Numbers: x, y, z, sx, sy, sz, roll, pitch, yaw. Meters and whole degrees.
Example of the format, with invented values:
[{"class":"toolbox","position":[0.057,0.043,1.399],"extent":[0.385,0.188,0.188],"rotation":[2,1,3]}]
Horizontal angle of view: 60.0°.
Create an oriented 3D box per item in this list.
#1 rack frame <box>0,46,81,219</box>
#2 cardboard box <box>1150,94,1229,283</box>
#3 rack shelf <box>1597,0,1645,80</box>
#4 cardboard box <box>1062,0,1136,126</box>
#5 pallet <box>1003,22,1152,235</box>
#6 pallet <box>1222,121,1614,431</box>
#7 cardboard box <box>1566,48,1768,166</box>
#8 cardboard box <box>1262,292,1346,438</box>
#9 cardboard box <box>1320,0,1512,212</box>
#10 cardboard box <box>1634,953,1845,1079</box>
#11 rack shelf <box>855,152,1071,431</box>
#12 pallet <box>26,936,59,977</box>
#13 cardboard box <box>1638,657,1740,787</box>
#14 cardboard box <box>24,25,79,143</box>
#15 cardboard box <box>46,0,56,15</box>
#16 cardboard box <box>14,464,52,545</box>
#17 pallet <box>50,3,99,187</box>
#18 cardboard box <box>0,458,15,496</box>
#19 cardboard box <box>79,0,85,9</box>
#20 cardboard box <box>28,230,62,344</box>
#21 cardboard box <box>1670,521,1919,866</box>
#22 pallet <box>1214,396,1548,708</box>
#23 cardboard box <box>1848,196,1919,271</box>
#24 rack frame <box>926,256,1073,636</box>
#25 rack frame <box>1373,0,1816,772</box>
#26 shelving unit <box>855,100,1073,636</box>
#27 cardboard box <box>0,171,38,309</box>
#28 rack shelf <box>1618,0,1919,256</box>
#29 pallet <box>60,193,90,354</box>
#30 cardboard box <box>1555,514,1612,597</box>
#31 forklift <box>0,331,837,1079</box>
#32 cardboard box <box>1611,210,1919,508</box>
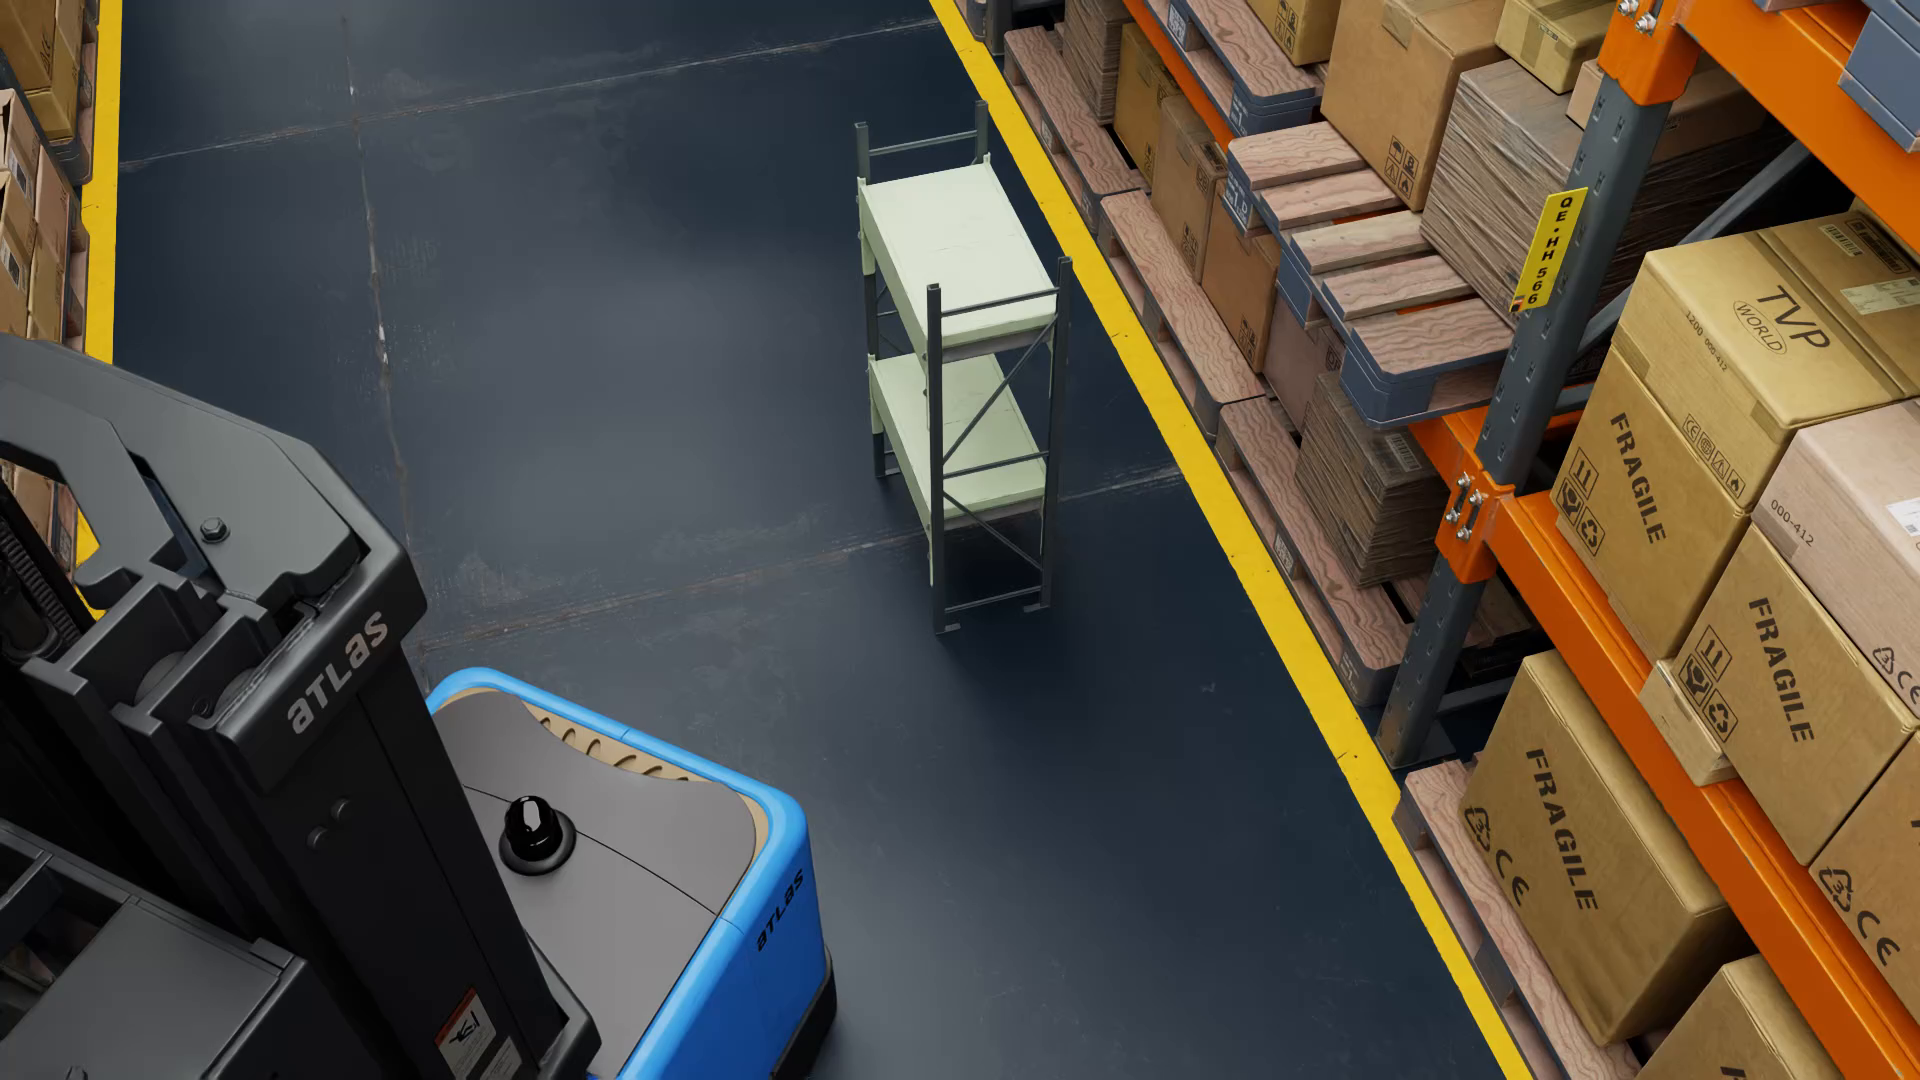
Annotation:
[{"class":"rack frame","position":[-4.120,-2.206,5.648],"extent":[1.000,3.000,0.127],"rotation":[-13,51,-11]},{"class":"cardboard box","position":[1.157,-1.383,6.301],"extent":[0.700,0.500,0.500],"rotation":[-13,51,-11]},{"class":"rack shelf","position":[1.202,-2.603,4.491],"extent":[1.077,0.370,4.000],"rotation":[-13,51,-11]},{"class":"cardboard box","position":[0.844,-2.131,6.932],"extent":[0.700,0.500,0.500],"rotation":[-12,51,-10]},{"class":"pallet","position":[0.842,-1.862,7.182],"extent":[1.003,0.211,1.213],"rotation":[-13,51,-11]},{"class":"pallet","position":[1.481,-0.842,4.623],"extent":[1.213,0.211,1.003],"rotation":[-13,51,-11]},{"class":"cardboard box","position":[1.663,-1.036,3.884],"extent":[0.380,0.149,0.250],"rotation":[-19,53,-16]},{"class":"cardboard box","position":[1.490,-0.660,5.692],"extent":[0.700,0.500,0.500],"rotation":[-13,51,-11]},{"class":"cardboard box","position":[1.454,-1.325,4.552],"extent":[0.700,0.500,0.500],"rotation":[-18,52,-14]},{"class":"cardboard box","position":[2.139,1.358,3.775],"extent":[0.750,0.750,0.750],"rotation":[-14,51,-11]},{"class":"rack shelf","position":[-0.002,-0.740,4.882],"extent":[0.431,0.370,0.720],"rotation":[-13,51,-11]},{"class":"pallet","position":[-3.144,1.004,4.766],"extent":[1.003,0.211,1.213],"rotation":[-13,51,-11]},{"class":"cardboard box","position":[1.734,0.359,3.637],"extent":[0.380,0.149,0.250],"rotation":[-12,51,-10]},{"class":"cardboard box","position":[-3.968,-1.862,6.882],"extent":[0.500,0.250,0.500],"rotation":[-13,51,-11]},{"class":"cardboard box","position":[-4.114,-2.470,6.904],"extent":[0.500,0.500,0.500],"rotation":[-13,51,-11]},{"class":"cardboard box","position":[-3.272,-0.103,5.398],"extent":[0.500,0.250,0.500],"rotation":[-12,51,-10]},{"class":"pallet","position":[-4.315,-1.898,7.212],"extent":[1.003,0.211,1.213],"rotation":[-13,51,-11]},{"class":"cardboard box","position":[-3.276,-0.294,5.193],"extent":[0.500,0.311,0.500],"rotation":[-14,51,-11]},{"class":"cardboard box","position":[-4.254,-2.595,7.500],"extent":[0.500,0.250,0.500],"rotation":[-13,51,-11]},{"class":"cardboard box","position":[-3.573,-0.848,6.027],"extent":[0.500,0.250,0.500],"rotation":[-14,51,-12]},{"class":"cardboard box","position":[1.839,0.255,3.300],"extent":[0.500,0.500,0.500],"rotation":[-12,51,-10]},{"class":"pallet","position":[1.564,-0.080,5.679],"extent":[1.003,0.211,1.213],"rotation":[-13,51,-11]},{"class":"cardboard box","position":[2.175,-0.511,3.455],"extent":[0.500,0.250,0.500],"rotation":[-12,51,-10]},{"class":"rack frame","position":[0.106,-0.221,4.955],"extent":[0.400,1.500,0.023],"rotation":[-13,51,-11]},{"class":"rack frame","position":[1.794,-0.407,4.132],"extent":[1.000,3.000,0.127],"rotation":[-13,51,-11]},{"class":"shelving unit","position":[-0.002,-0.488,5.181],"extent":[0.431,1.500,0.755],"rotation":[-13,51,-11]},{"class":"cardboard box","position":[-3.567,-1.026,5.810],"extent":[0.500,0.311,0.500],"rotation":[-12,51,-10]},{"class":"rack shelf","position":[2.385,0.318,2.028],"extent":[1.077,0.370,4.000],"rotation":[-13,51,-11]},{"class":"pallet","position":[-3.865,-0.778,6.268],"extent":[1.003,0.211,1.213],"rotation":[-13,51,-11]},{"class":"cardboard box","position":[1.670,-0.040,3.973],"extent":[0.380,0.149,0.250],"rotation":[-14,51,-12]},{"class":"forklift","position":[-1.427,1.216,2.807],"extent":[1.130,2.935,3.031],"rotation":[20,53,16]},{"class":"cardboard box","position":[1.690,-0.373,3.339],"extent":[0.500,0.250,0.500],"rotation":[-12,51,-10]}]
